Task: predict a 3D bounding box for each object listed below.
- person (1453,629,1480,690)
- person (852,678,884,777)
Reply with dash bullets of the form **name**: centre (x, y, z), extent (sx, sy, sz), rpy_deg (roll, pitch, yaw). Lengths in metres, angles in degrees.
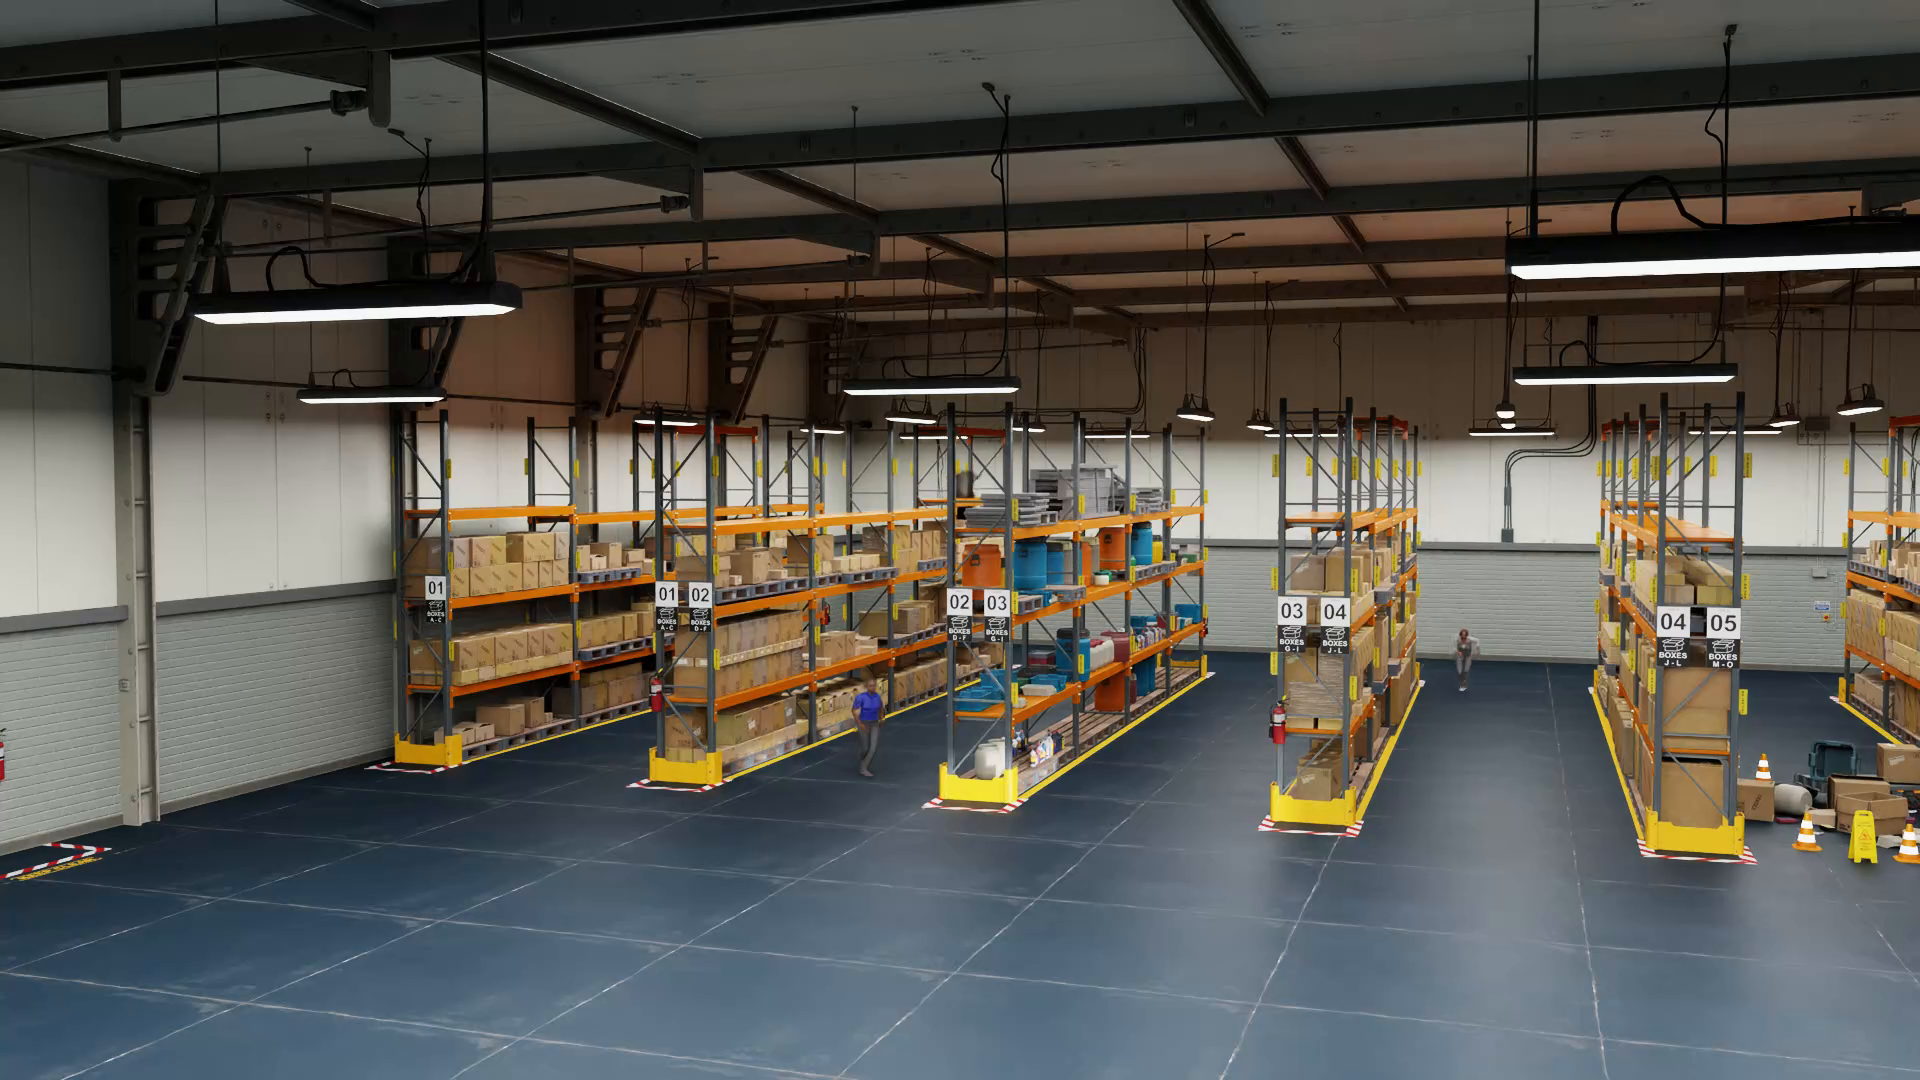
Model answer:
- **person**: centre (11.349, 2.690, 37.287), extent (0.572, 1.429, 0.797), rpy_deg (1, 3, 17)
- **person**: centre (-1.521, 3.053, 27.191), extent (0.567, 1.593, 0.560), rpy_deg (-1, 3, -22)
